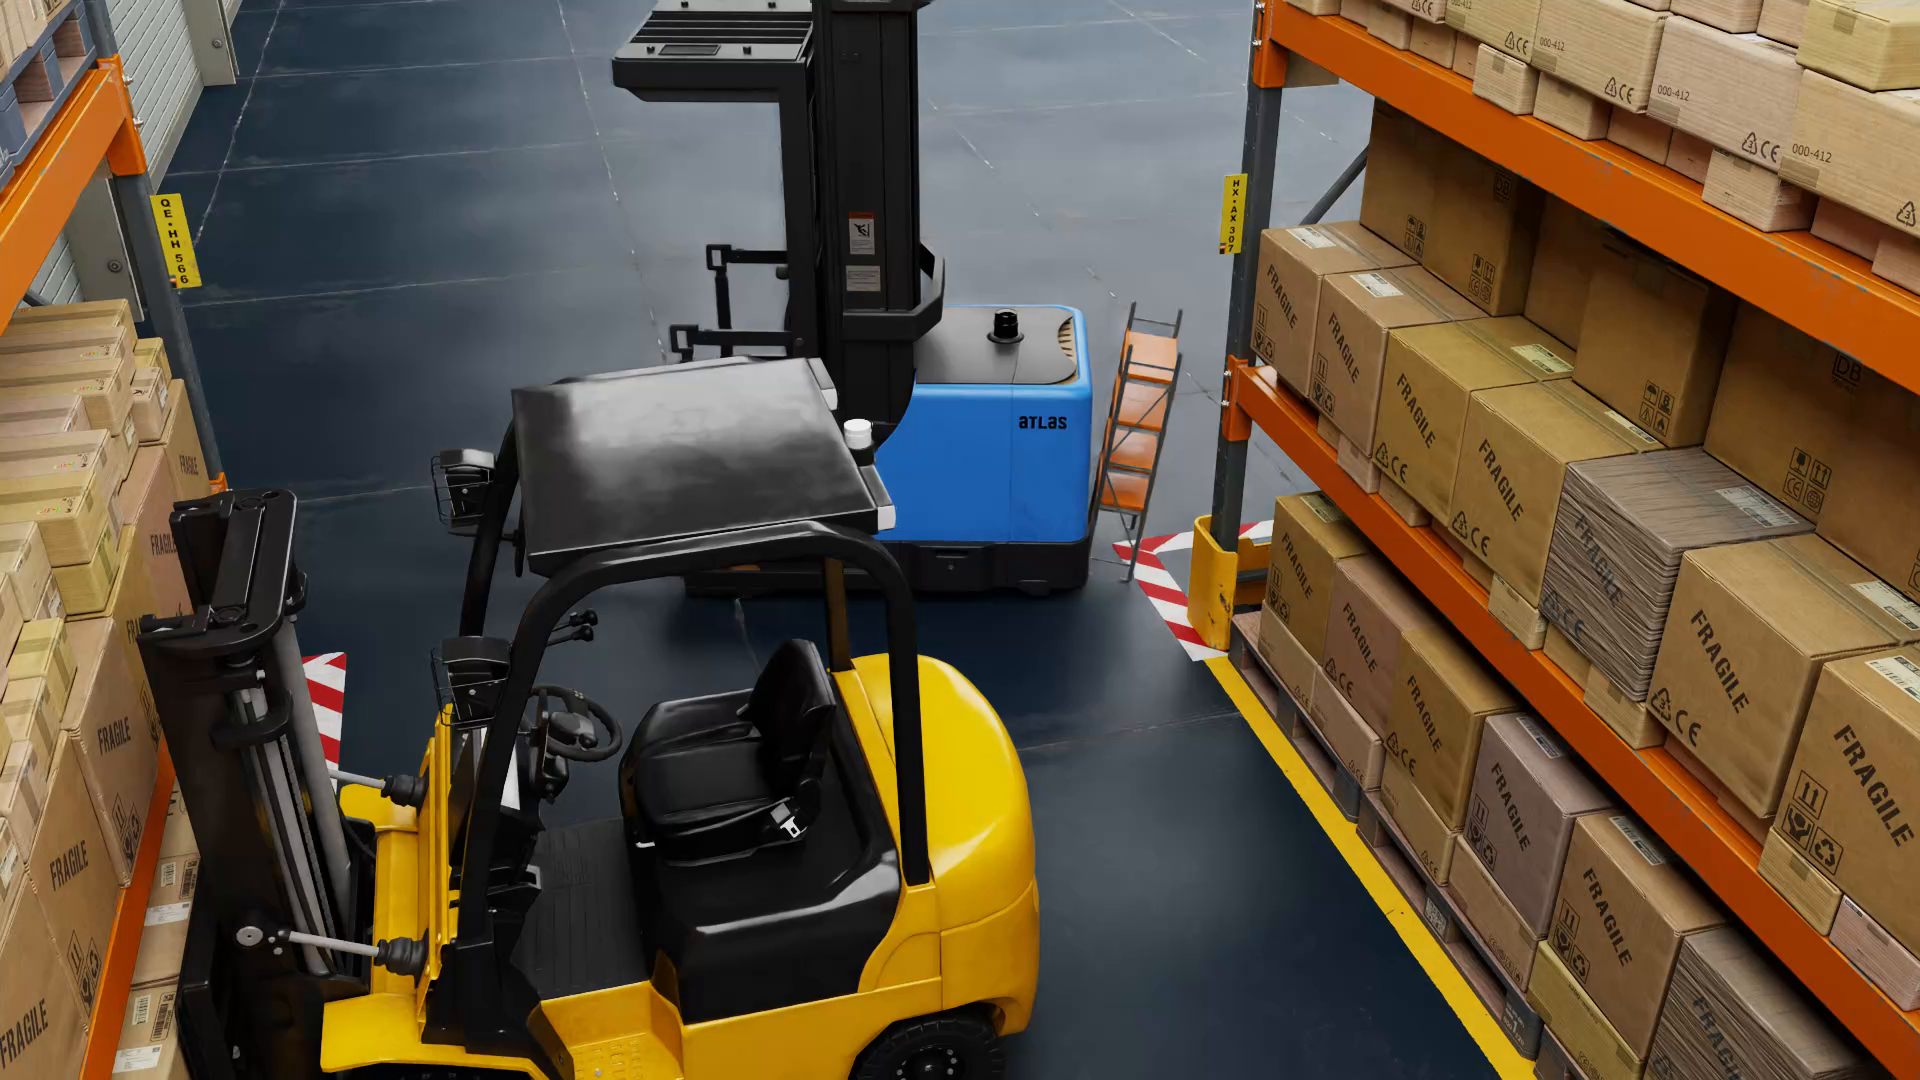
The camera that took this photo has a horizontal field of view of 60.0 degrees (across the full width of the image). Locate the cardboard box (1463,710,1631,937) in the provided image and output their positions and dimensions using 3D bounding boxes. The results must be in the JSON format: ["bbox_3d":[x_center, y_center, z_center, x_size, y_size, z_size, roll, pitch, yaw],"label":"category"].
[{"bbox_3d":[1.989,0.877,5.317,0.500,0.500,0.500,-6,31,-11],"label":"cardboard box"}]

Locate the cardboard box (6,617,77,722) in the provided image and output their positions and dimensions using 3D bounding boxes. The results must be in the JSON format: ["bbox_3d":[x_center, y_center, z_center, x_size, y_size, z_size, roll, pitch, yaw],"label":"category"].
[{"bbox_3d":[-2.329,0.335,3.930,0.380,0.149,0.250,-8,31,-14],"label":"cardboard box"}]

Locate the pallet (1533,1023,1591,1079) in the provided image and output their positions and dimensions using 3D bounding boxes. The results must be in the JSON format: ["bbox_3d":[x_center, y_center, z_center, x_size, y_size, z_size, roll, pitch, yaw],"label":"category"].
[{"bbox_3d":[2.465,1.823,4.890,1.003,0.211,1.213,-8,31,-13],"label":"pallet"}]

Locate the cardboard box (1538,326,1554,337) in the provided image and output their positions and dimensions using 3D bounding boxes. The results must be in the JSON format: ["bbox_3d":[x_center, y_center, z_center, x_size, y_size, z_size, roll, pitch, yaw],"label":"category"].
[{"bbox_3d":[2.284,-0.458,5.651,0.500,0.500,0.500,-8,31,-13],"label":"cardboard box"}]

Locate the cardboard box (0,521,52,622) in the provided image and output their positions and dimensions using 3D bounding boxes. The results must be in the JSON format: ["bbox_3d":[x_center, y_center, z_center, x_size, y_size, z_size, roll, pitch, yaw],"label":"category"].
[{"bbox_3d":[-2.458,0.098,4.043,0.380,0.149,0.250,-7,31,-13],"label":"cardboard box"}]

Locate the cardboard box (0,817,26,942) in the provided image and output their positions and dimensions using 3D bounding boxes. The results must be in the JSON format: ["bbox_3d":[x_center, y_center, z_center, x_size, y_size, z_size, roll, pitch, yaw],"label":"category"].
[{"bbox_3d":[-2.098,0.708,3.285,0.380,0.149,0.250,-7,31,-12],"label":"cardboard box"}]

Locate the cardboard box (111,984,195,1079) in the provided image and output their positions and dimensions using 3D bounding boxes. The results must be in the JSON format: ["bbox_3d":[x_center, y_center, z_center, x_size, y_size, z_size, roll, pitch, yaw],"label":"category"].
[{"bbox_3d":[-2.202,1.410,4.147,0.500,0.250,0.500,-7,31,-12],"label":"cardboard box"}]

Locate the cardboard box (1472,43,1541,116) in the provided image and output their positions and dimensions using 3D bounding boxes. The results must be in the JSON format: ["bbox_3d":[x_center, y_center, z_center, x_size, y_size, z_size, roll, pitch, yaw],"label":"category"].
[{"bbox_3d":[1.738,-1.359,4.860,0.380,0.149,0.250,-7,31,-13],"label":"cardboard box"}]

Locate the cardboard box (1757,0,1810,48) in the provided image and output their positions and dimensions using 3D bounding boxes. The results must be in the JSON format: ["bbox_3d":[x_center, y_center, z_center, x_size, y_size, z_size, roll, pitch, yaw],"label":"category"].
[{"bbox_3d":[2.092,-1.224,3.831,0.380,0.149,0.250,-8,31,-14],"label":"cardboard box"}]

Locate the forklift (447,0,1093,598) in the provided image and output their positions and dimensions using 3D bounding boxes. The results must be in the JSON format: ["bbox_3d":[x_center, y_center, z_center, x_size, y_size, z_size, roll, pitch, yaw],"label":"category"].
[{"bbox_3d":[-0.906,-1.261,7.502,3.031,2.935,1.130,1,30,1],"label":"forklift"}]

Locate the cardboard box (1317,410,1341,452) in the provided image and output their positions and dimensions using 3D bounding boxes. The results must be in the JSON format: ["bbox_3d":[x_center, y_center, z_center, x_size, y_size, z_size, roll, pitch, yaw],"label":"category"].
[{"bbox_3d":[1.580,-0.437,6.262,0.380,0.149,0.250,-9,31,-15],"label":"cardboard box"}]

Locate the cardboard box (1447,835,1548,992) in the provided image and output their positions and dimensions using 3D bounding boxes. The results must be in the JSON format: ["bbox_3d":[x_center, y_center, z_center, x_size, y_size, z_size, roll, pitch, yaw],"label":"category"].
[{"bbox_3d":[1.980,1.192,5.522,0.500,0.250,0.500,-7,31,-13],"label":"cardboard box"}]

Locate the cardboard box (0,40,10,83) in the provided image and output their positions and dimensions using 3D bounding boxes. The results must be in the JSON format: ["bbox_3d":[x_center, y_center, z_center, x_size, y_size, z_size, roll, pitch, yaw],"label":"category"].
[{"bbox_3d":[-2.641,-1.212,3.736,0.700,0.500,0.500,-8,31,-13],"label":"cardboard box"}]

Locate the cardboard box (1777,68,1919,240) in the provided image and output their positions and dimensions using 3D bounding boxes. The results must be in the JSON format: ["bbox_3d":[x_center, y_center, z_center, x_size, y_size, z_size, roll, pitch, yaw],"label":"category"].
[{"bbox_3d":[2.166,-0.848,3.579,0.500,0.250,0.500,-8,31,-14],"label":"cardboard box"}]

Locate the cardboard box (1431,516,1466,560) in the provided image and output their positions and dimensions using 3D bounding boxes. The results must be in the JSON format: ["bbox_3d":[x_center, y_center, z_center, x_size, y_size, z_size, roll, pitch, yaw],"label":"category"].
[{"bbox_3d":[1.832,-0.068,5.624,0.380,0.149,0.250,-7,31,-12],"label":"cardboard box"}]

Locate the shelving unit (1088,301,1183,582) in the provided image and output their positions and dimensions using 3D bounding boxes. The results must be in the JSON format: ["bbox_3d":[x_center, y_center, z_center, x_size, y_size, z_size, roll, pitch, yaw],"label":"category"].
[{"bbox_3d":[0.806,-0.455,7.805,0.258,1.200,0.503,10,32,2],"label":"shelving unit"}]

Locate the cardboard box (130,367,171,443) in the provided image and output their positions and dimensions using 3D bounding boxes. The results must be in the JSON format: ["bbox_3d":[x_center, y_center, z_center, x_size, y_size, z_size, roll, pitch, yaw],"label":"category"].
[{"bbox_3d":[-2.710,-0.409,5.215,0.380,0.149,0.250,-7,31,-12],"label":"cardboard box"}]

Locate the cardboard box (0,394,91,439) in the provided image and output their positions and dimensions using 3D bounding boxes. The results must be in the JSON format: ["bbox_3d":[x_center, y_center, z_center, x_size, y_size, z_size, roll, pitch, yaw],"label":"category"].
[{"bbox_3d":[-2.685,-0.275,4.686,0.380,0.149,0.250,-8,31,-13],"label":"cardboard box"}]

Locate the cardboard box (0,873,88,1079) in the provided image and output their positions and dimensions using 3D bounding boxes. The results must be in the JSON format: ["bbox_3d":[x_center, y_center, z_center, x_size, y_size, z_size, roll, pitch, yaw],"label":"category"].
[{"bbox_3d":[-2.127,1.056,3.332,0.500,0.500,0.500,-7,31,-12],"label":"cardboard box"}]

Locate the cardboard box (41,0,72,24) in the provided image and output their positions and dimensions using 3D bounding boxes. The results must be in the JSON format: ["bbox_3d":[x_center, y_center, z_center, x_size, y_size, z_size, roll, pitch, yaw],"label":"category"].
[{"bbox_3d":[-2.816,-1.720,4.614,0.500,0.500,0.500,-7,31,-12],"label":"cardboard box"}]

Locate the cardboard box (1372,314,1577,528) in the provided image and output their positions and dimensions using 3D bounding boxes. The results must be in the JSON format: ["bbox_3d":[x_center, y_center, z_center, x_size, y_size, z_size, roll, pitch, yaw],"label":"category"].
[{"bbox_3d":[1.751,-0.407,5.562,0.500,0.500,0.500,-8,31,-14],"label":"cardboard box"}]

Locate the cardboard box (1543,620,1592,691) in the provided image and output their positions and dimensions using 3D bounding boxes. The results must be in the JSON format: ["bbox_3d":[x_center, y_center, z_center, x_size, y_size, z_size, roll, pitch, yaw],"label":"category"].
[{"bbox_3d":[1.987,0.312,4.968,0.380,0.149,0.250,-8,31,-14],"label":"cardboard box"}]

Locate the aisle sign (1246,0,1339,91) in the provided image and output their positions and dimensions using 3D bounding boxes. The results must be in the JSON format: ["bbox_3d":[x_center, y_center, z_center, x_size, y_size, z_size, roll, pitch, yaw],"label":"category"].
[{"bbox_3d":[1.301,-2.110,6.306,0.394,0.787,0.004,-8,31,-13],"label":"aisle sign"}]

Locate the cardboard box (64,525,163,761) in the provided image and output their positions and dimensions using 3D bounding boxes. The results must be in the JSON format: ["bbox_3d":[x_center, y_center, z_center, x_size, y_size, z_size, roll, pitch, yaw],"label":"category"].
[{"bbox_3d":[-2.520,0.324,4.596,0.500,0.500,0.500,-8,31,-14],"label":"cardboard box"}]

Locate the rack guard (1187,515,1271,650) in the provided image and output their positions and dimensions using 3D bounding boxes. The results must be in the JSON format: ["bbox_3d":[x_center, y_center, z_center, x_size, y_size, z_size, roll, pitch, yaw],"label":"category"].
[{"bbox_3d":[1.636,0.122,7.540,1.175,0.500,0.348,-8,31,-13],"label":"rack guard"}]

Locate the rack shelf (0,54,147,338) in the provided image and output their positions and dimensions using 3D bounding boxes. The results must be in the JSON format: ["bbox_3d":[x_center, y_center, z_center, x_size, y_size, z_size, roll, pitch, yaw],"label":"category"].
[{"bbox_3d":[-2.638,-0.356,3.594,1.077,0.370,4.000,-8,31,-13],"label":"rack shelf"}]

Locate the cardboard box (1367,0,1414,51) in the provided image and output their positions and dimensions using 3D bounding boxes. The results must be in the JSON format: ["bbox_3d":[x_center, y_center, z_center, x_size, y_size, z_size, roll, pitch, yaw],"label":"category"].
[{"bbox_3d":[1.584,-1.735,5.510,0.380,0.149,0.250,-7,31,-12],"label":"cardboard box"}]

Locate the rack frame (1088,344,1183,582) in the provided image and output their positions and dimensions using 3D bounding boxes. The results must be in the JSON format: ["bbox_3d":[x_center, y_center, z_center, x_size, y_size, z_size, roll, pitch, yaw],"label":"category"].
[{"bbox_3d":[0.777,-0.330,7.597,0.240,1.200,0.015,10,32,2],"label":"rack frame"}]

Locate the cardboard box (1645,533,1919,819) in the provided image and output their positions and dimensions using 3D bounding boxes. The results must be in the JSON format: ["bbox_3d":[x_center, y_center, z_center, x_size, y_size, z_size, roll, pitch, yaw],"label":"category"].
[{"bbox_3d":[2.177,0.334,4.282,0.500,0.500,0.500,-7,31,-12],"label":"cardboard box"}]

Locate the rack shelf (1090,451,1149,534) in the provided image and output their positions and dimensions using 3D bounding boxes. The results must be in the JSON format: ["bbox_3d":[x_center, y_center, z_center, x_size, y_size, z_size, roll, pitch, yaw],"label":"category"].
[{"bbox_3d":[0.770,-0.231,7.944,0.258,0.148,0.480,10,32,2],"label":"rack shelf"}]

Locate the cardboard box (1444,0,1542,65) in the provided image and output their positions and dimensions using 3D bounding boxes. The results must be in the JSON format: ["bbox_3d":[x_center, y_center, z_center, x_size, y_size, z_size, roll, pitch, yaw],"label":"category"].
[{"bbox_3d":[1.778,-1.589,4.860,0.500,0.250,0.500,-7,31,-12],"label":"cardboard box"}]

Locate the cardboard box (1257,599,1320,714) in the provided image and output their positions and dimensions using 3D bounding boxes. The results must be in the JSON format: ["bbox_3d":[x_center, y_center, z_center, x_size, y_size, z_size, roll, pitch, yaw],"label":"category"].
[{"bbox_3d":[1.563,0.438,6.824,0.500,0.250,0.500,-8,31,-14],"label":"cardboard box"}]

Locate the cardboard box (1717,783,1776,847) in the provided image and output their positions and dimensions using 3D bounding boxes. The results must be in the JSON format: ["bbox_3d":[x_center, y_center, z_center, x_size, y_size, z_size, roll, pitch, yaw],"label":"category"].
[{"bbox_3d":[2.232,0.674,4.343,0.380,0.149,0.250,-8,31,-13],"label":"cardboard box"}]

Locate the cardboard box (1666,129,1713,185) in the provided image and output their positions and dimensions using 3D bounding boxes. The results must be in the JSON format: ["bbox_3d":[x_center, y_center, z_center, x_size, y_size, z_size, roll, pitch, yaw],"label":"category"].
[{"bbox_3d":[2.053,-1.001,4.242,0.380,0.149,0.250,-7,31,-12],"label":"cardboard box"}]

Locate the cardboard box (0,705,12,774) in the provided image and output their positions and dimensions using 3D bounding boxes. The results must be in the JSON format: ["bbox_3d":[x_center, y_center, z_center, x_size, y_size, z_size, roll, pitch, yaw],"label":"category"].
[{"bbox_3d":[-2.203,0.455,3.425,0.380,0.149,0.250,-8,31,-14],"label":"cardboard box"}]

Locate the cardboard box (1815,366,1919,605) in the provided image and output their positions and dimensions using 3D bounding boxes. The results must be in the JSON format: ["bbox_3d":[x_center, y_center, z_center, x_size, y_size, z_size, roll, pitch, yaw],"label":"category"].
[{"bbox_3d":[2.656,-0.160,4.138,0.700,0.500,0.500,-8,31,-13],"label":"cardboard box"}]

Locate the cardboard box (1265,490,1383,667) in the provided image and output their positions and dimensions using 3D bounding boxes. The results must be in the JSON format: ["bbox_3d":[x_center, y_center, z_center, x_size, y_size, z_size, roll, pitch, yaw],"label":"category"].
[{"bbox_3d":[1.570,0.125,6.617,0.500,0.500,0.500,-9,31,-15],"label":"cardboard box"}]

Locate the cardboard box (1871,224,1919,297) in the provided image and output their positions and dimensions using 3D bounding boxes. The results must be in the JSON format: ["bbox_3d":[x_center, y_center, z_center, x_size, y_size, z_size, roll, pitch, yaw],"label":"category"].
[{"bbox_3d":[2.227,-0.620,3.583,0.380,0.149,0.250,-8,31,-13],"label":"cardboard box"}]

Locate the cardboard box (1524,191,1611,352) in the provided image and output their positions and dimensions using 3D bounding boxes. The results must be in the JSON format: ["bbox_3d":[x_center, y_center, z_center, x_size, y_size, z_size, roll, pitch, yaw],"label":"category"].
[{"bbox_3d":[2.324,-0.905,5.425,0.700,0.500,0.500,-8,31,-14],"label":"cardboard box"}]

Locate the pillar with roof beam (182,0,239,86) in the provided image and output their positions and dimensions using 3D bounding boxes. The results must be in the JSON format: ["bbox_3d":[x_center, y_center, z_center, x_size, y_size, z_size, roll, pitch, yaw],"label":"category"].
[{"bbox_3d":[-2.887,-8.843,14.545,9.100,9.000,0.400,-8,31,-13],"label":"pillar with roof beam"}]

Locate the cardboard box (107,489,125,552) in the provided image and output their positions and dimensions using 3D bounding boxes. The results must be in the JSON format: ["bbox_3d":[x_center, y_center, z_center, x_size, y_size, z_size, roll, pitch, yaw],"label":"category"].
[{"bbox_3d":[-2.529,-0.032,4.563,0.380,0.149,0.250,-9,31,-15],"label":"cardboard box"}]

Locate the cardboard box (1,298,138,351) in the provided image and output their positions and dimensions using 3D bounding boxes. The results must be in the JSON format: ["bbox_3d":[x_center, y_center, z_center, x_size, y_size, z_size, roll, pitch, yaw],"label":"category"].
[{"bbox_3d":[-2.870,-0.642,5.321,0.380,0.149,0.250,-8,31,-13],"label":"cardboard box"}]
